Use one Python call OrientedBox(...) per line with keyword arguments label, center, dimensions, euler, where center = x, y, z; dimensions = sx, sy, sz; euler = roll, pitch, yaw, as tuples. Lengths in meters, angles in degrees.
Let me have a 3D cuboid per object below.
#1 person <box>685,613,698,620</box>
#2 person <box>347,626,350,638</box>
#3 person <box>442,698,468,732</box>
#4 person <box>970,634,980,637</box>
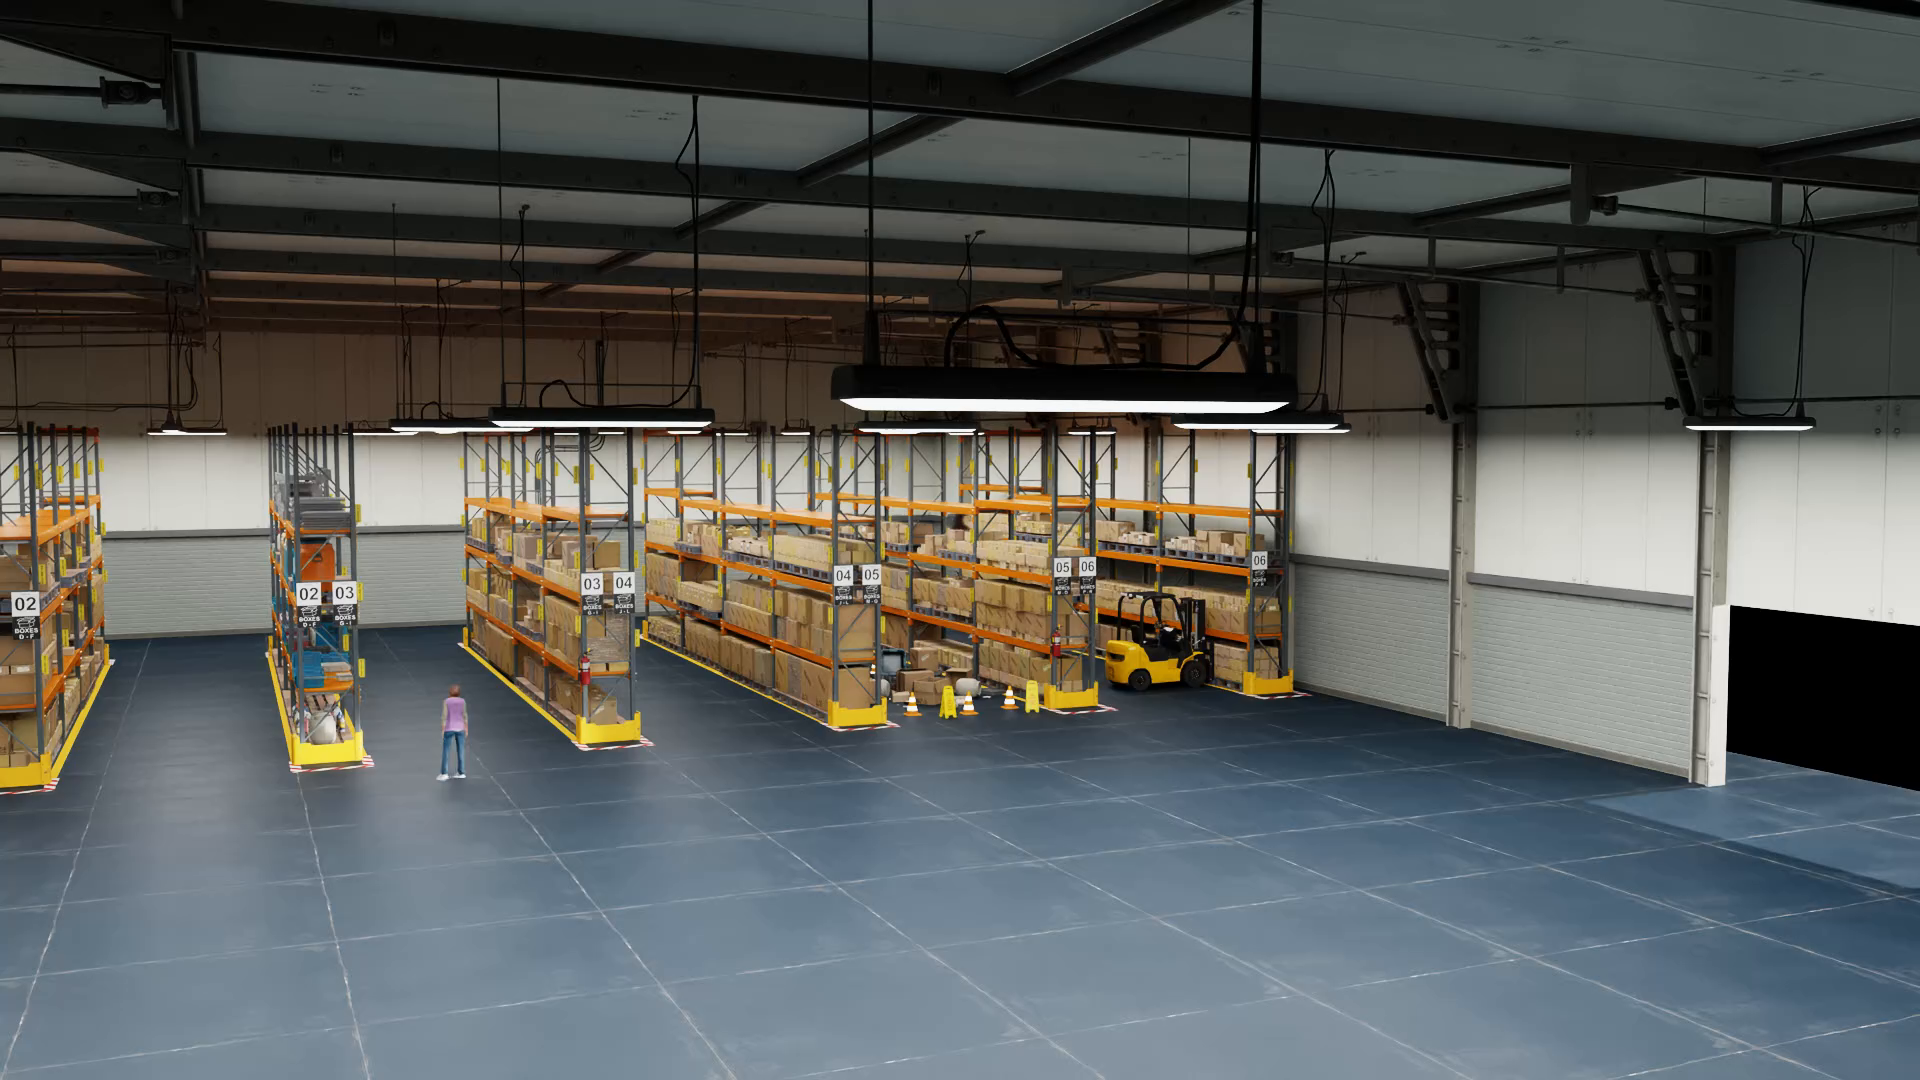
OrientedBox(label="person", center=(-7.925, 1.858, 49.160), dimensions=(0.592, 1.810, 0.417), euler=(1, 4, 17))
OrientedBox(label="person", center=(-16.879, 2.034, 45.496), dimensions=(0.557, 1.738, 0.399), euler=(-2, 4, -29))
OrientedBox(label="person", center=(-8.480, 2.915, 27.898), dimensions=(0.431, 0.562, 0.299), euler=(-1, 4, -22))
OrientedBox(label="person", center=(0.422, 1.996, 47.939), dimensions=(0.333, 1.601, 0.465), euler=(-3, 4, -37))
